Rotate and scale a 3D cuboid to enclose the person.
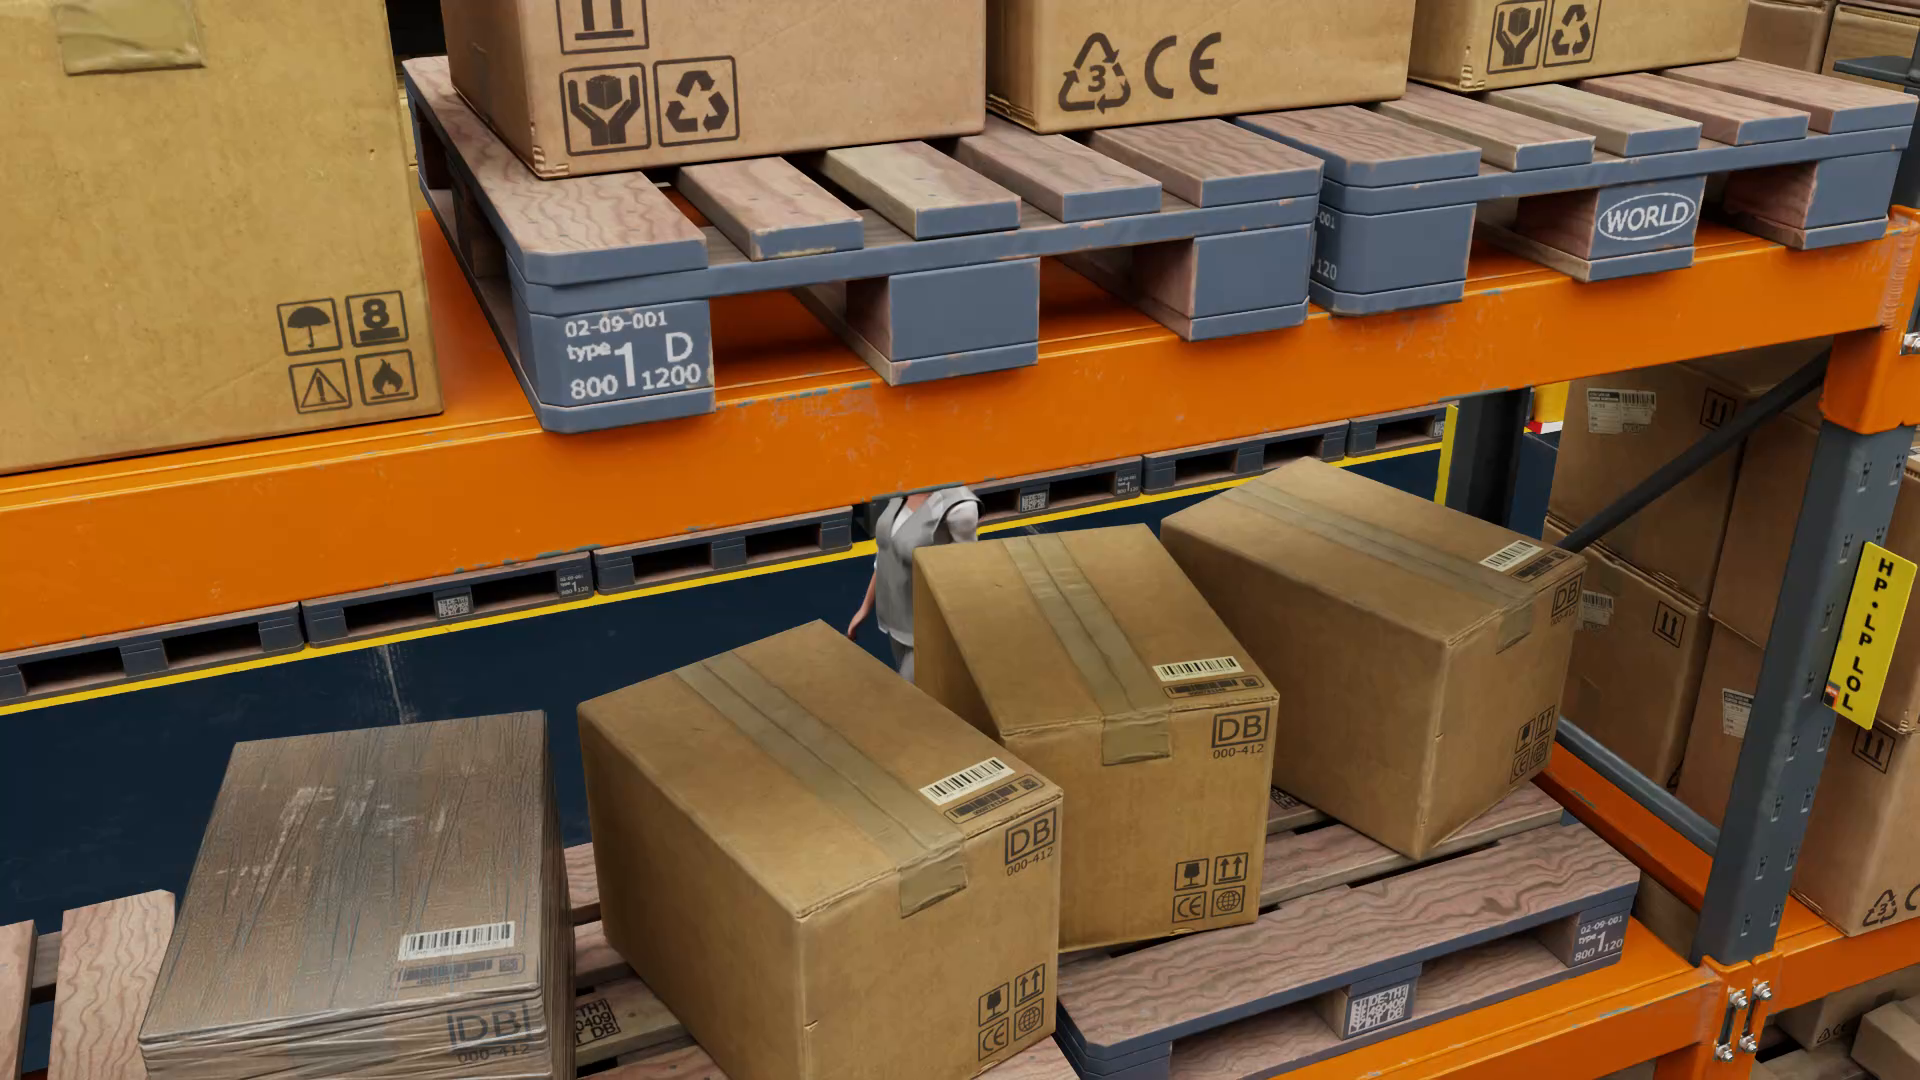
[{"bbox_3d":[-0.166,0.298,5.521,0.838,1.556,0.427,-14,30,-26],"label":"person"}]
